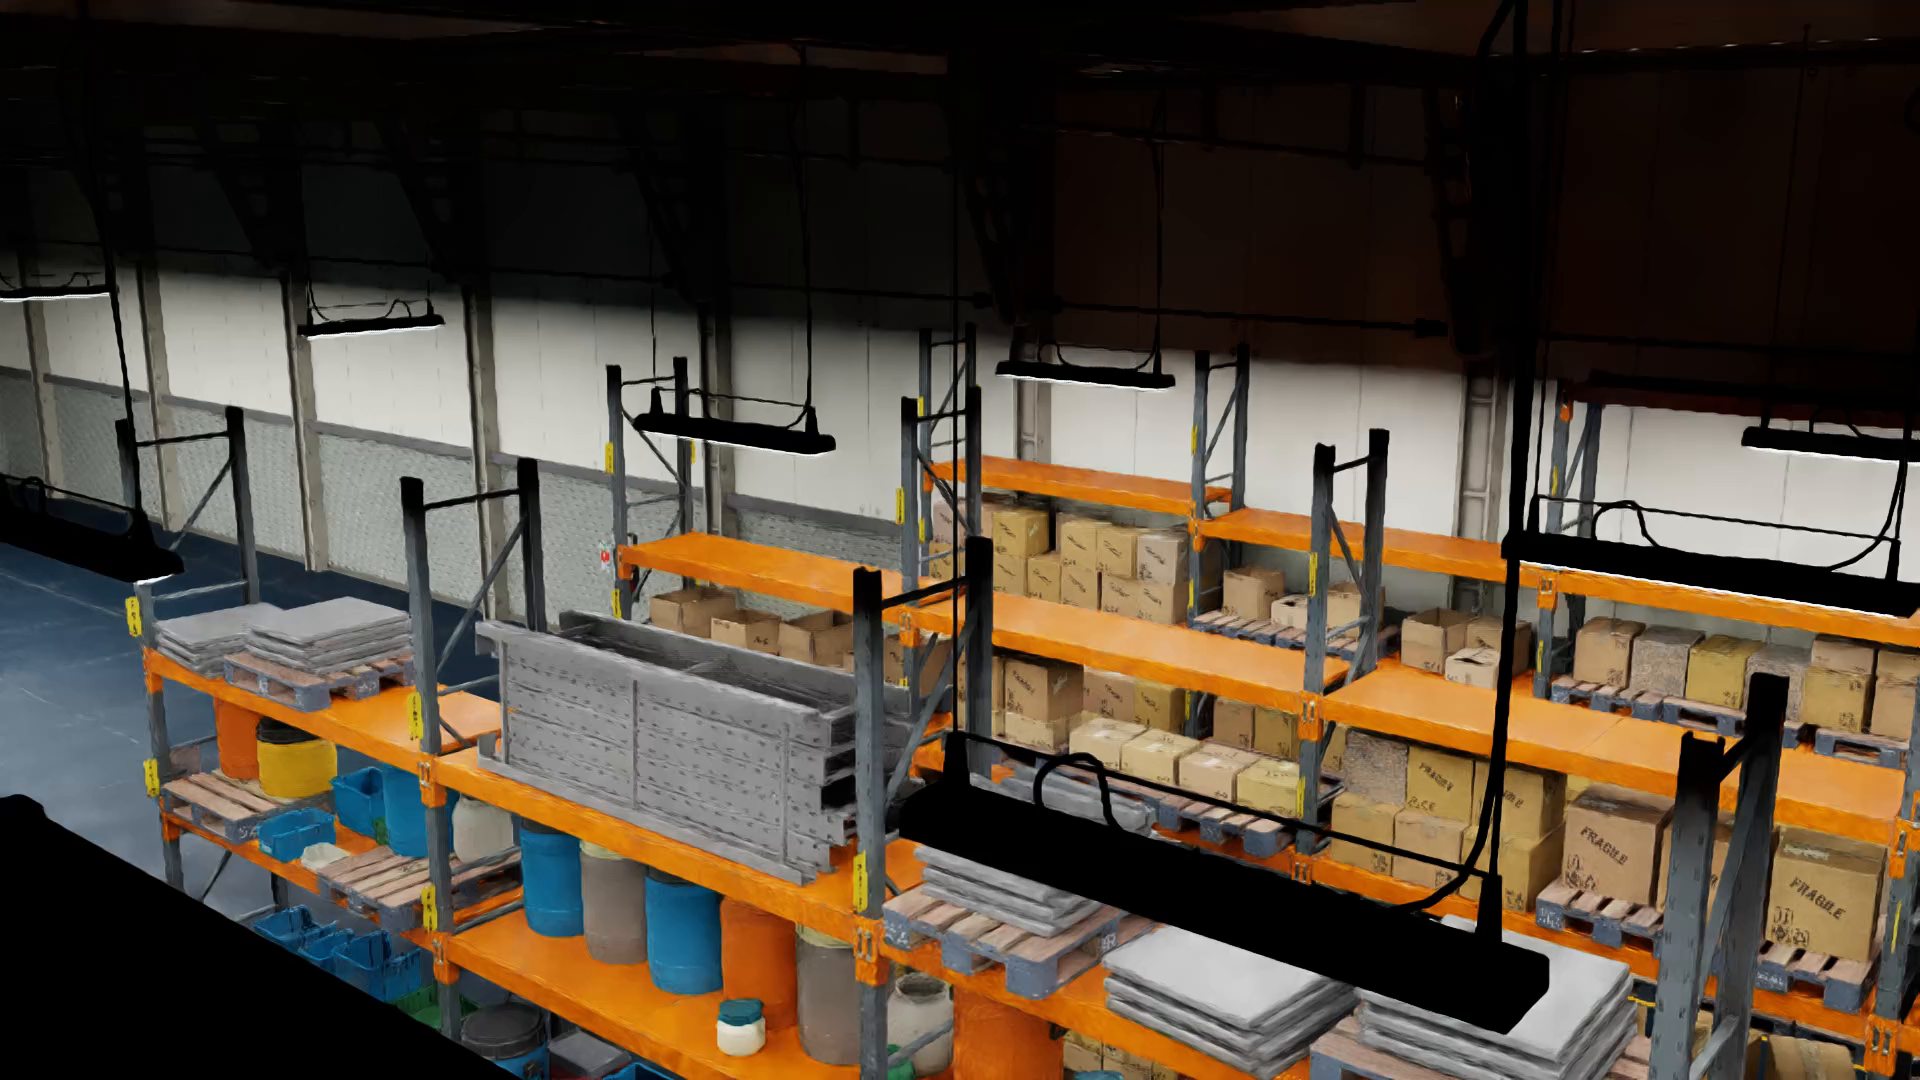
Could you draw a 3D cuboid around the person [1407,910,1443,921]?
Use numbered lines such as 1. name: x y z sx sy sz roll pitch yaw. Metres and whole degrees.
1. person: 4.426 3.703 16.070 1.119 1.649 0.530 9 16 36
